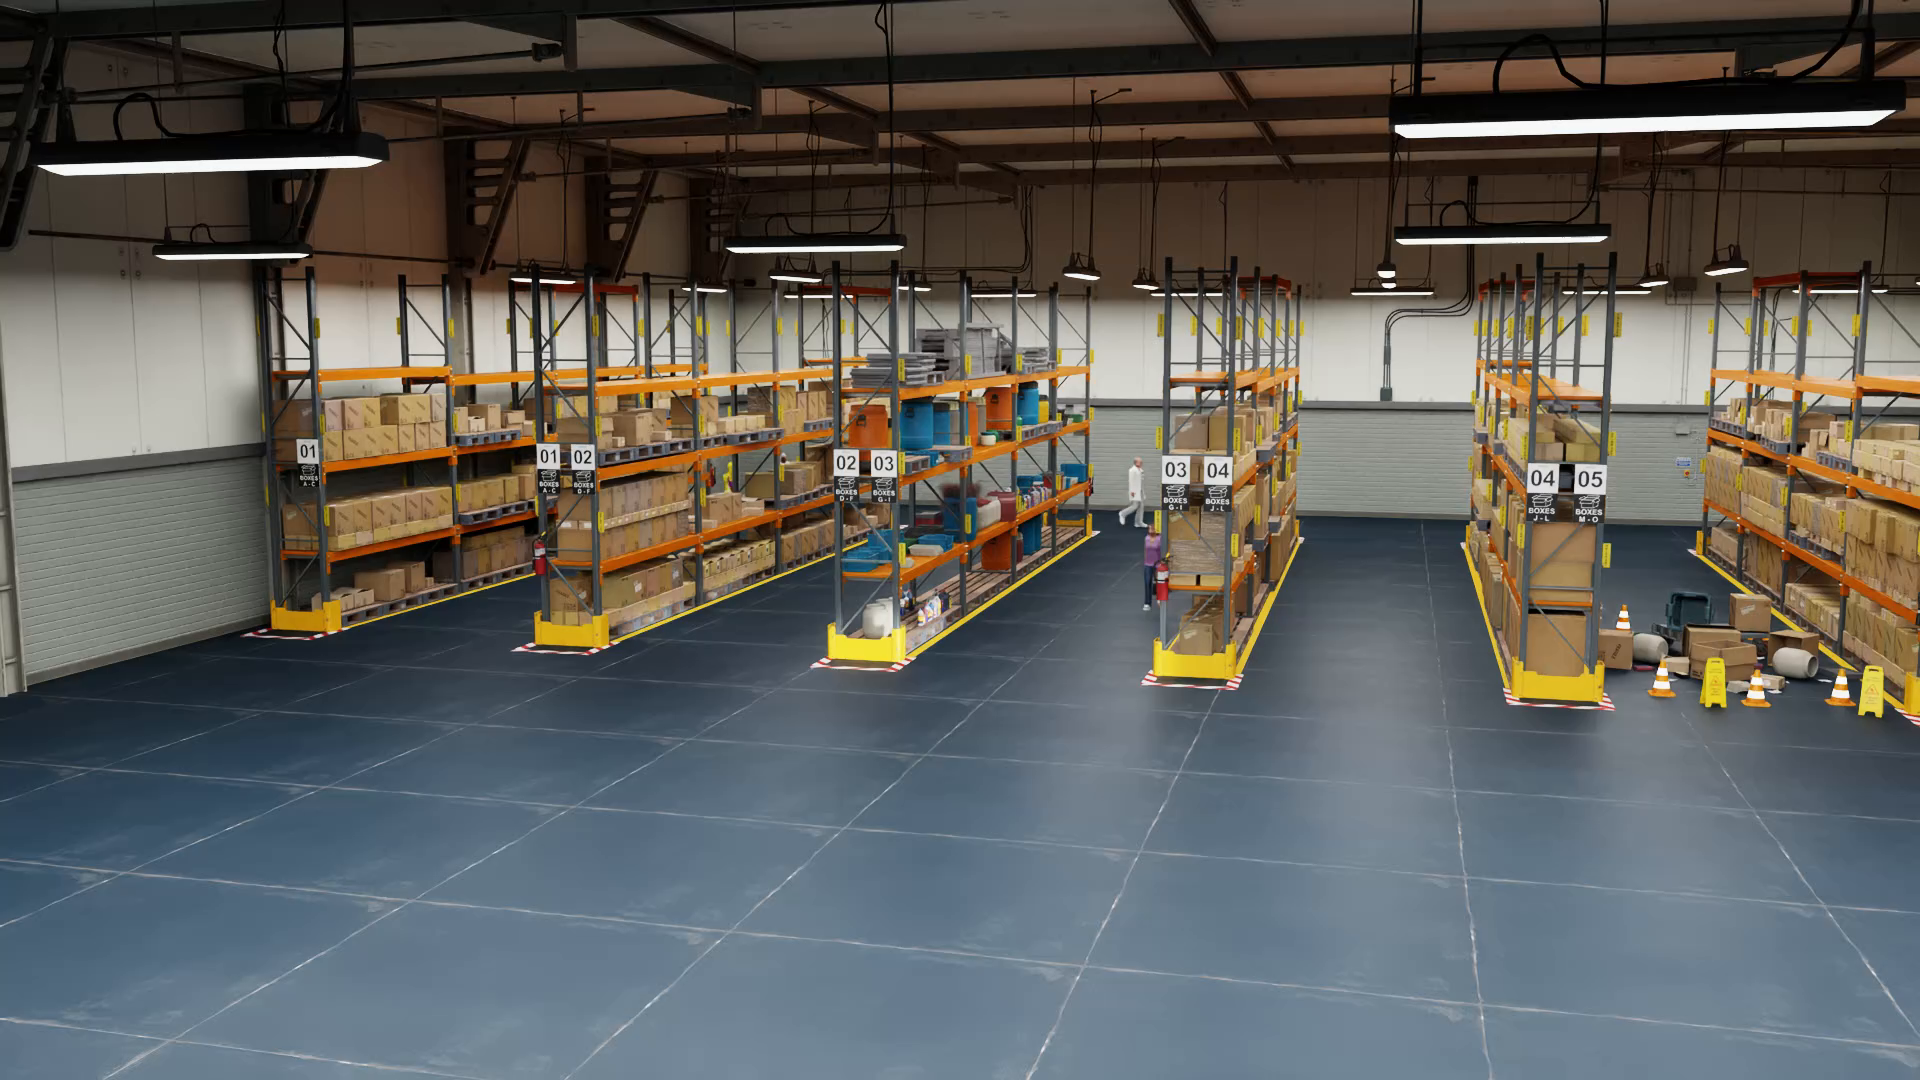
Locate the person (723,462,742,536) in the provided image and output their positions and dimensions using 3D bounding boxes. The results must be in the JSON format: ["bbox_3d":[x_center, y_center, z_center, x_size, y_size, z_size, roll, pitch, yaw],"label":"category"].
[{"bbox_3d":[-5.562,-0.998,40.485,0.402,1.808,0.669,-4,8,-26],"label":"person"}]

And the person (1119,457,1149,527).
[{"bbox_3d":[4.392,-1.203,41.883,0.720,1.770,0.634,5,9,33],"label":"person"}]

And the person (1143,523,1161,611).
[{"bbox_3d":[3.475,0.453,29.692,0.395,1.540,0.972,2,7,15],"label":"person"}]

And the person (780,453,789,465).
[{"bbox_3d":[-4.776,-1.598,45.601,0.486,1.617,0.857,2,7,12],"label":"person"}]
